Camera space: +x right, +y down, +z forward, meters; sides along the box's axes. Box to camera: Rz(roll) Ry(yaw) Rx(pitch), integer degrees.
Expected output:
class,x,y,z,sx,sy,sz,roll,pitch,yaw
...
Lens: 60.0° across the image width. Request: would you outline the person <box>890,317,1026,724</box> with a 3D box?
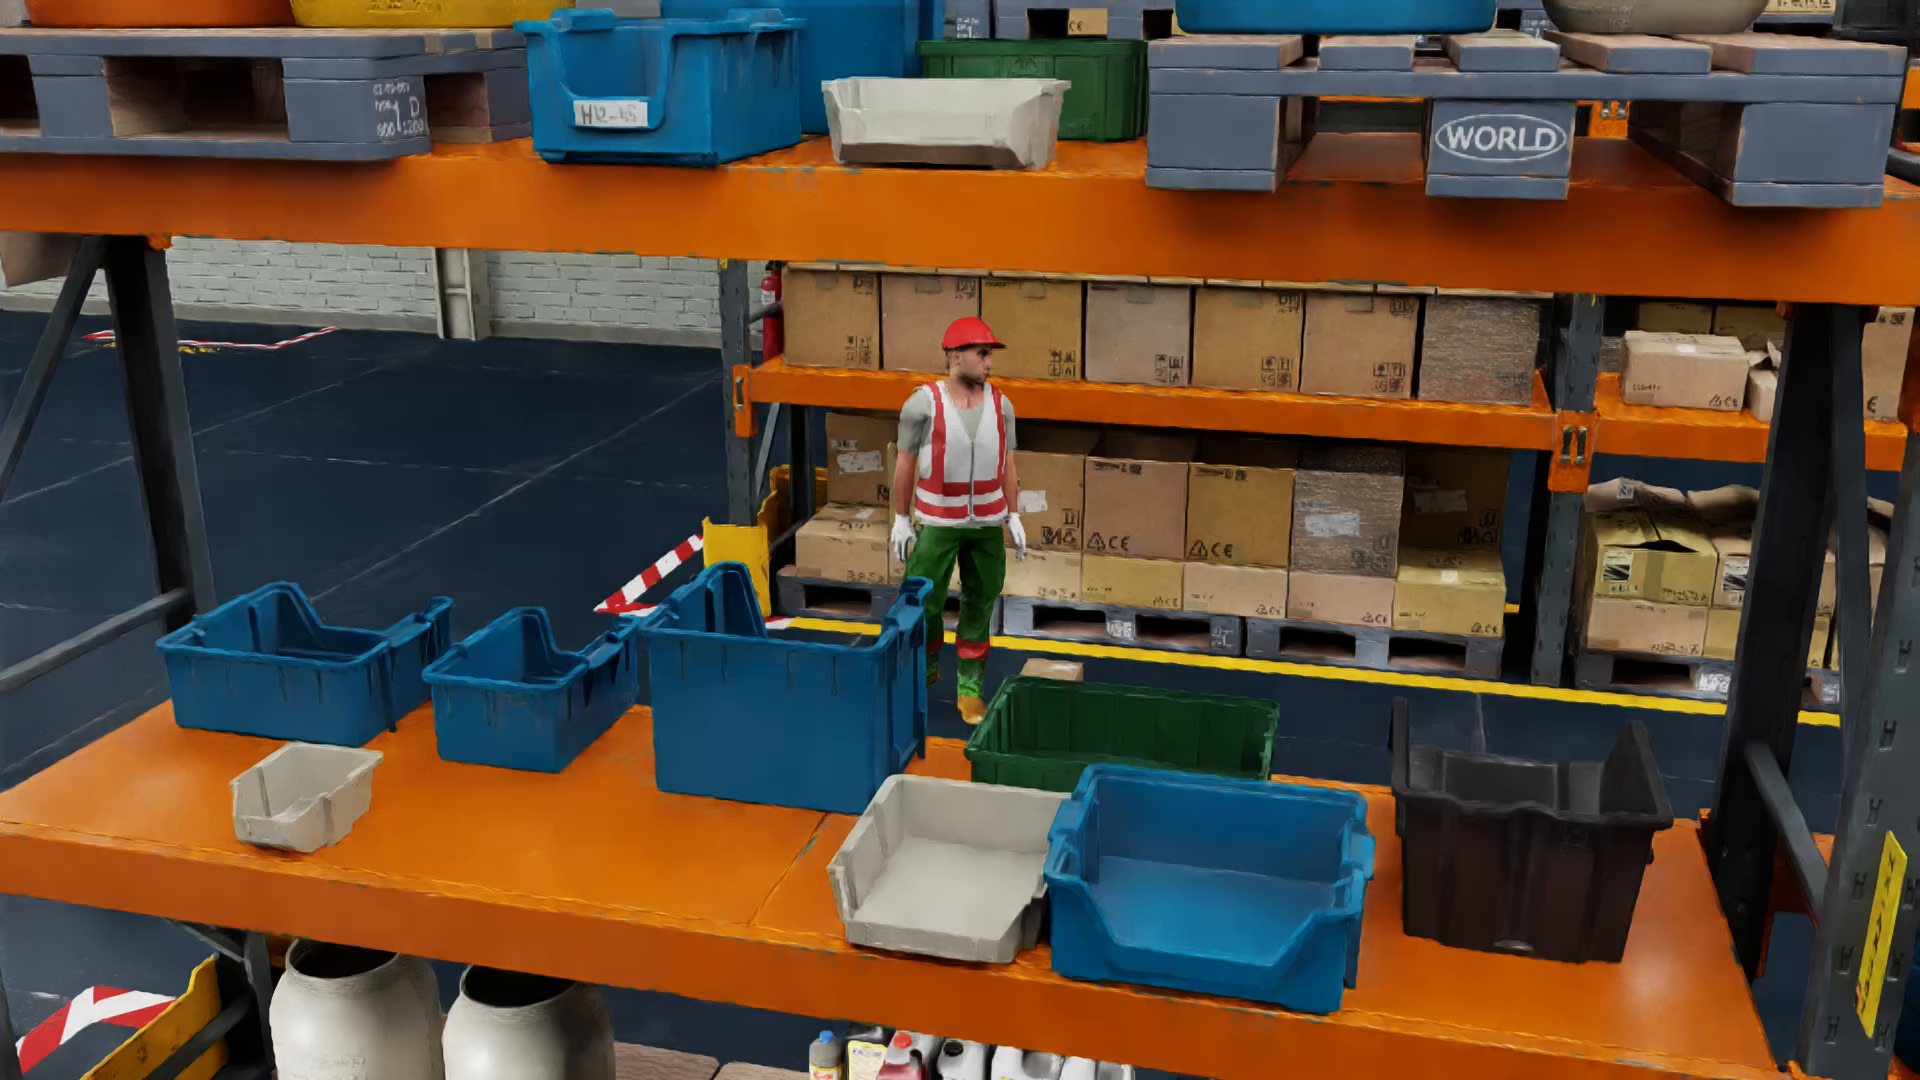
class,x,y,z,sx,sy,sz,roll,pitch,yaw
person,-0.019,-0.075,7.225,0.598,1.784,0.456,-6,19,-18
